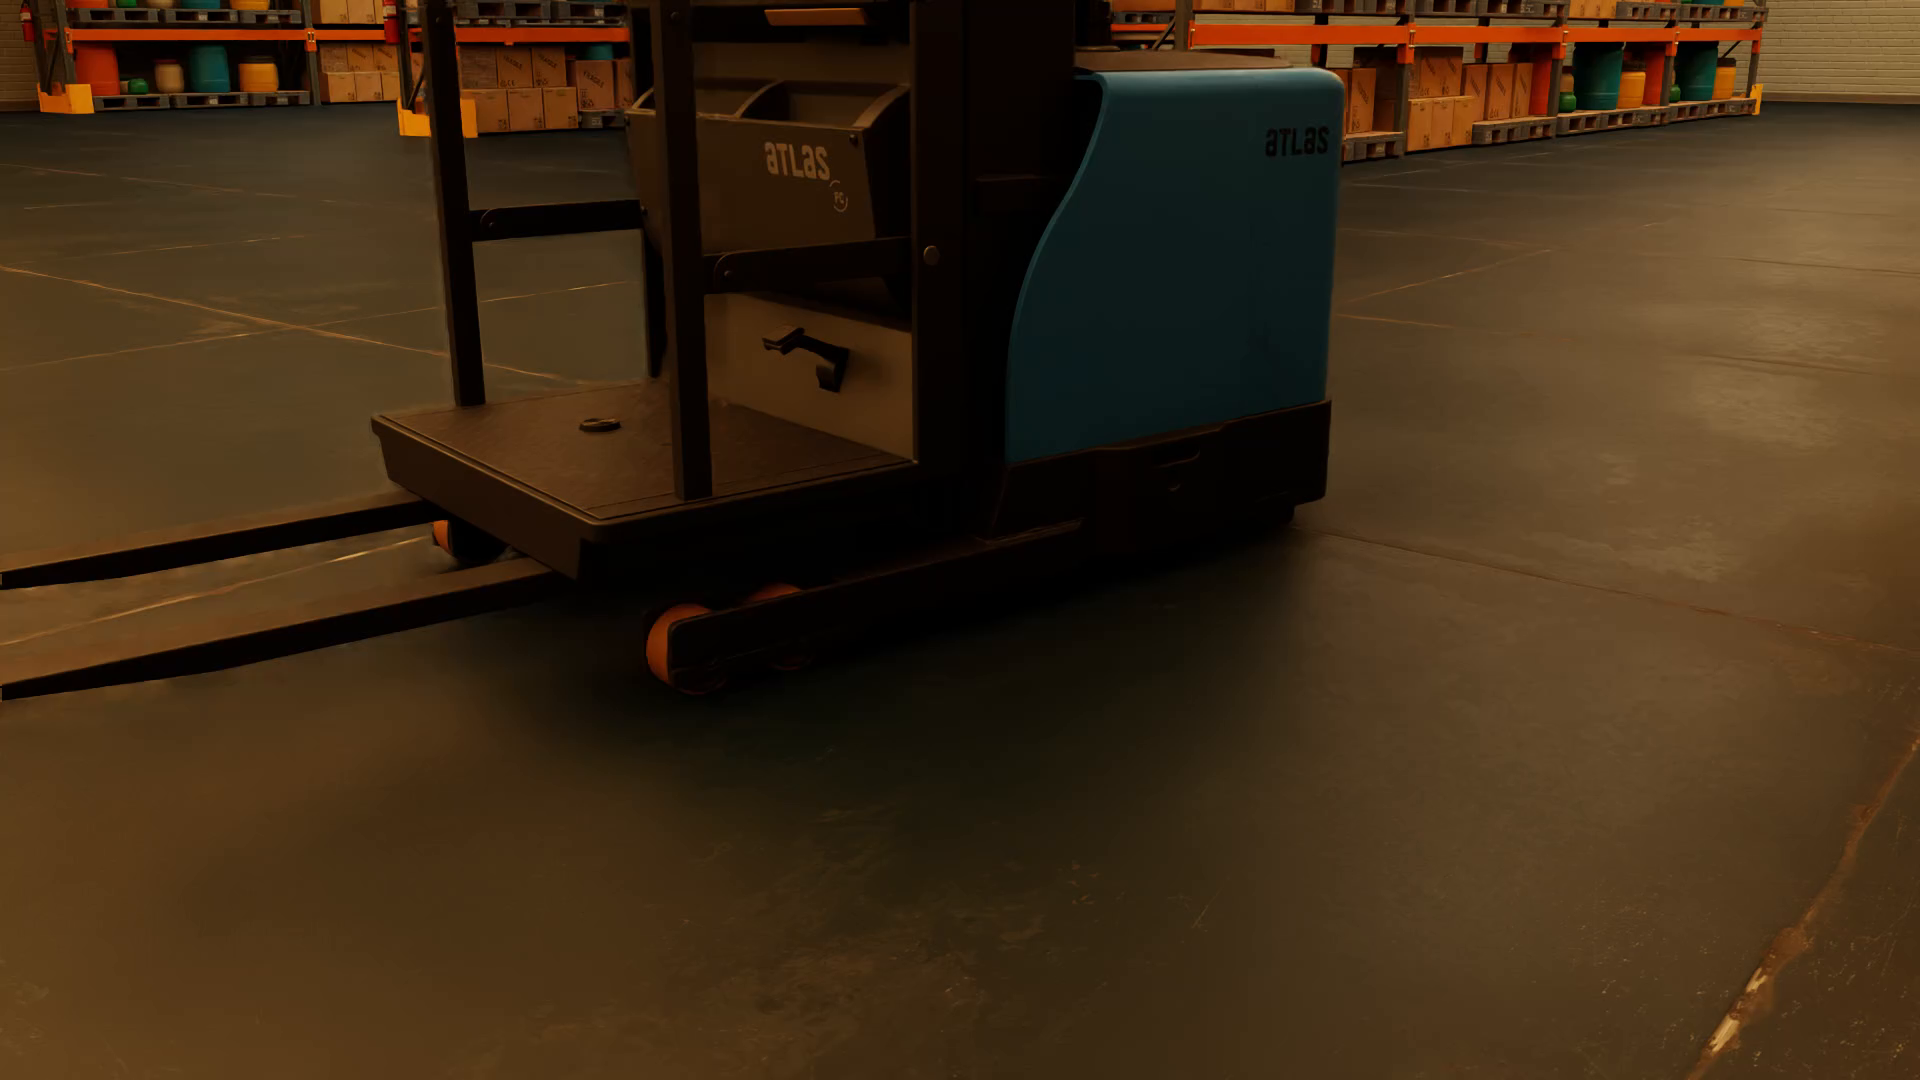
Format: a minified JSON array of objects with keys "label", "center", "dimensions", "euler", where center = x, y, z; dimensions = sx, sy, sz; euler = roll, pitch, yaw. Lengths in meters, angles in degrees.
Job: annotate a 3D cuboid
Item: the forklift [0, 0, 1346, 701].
[{"label":"forklift","center":[-0.572,-1.293,3.157],"dimensions":[3.031,2.935,1.130],"euler":[-13,21,-36]}]
